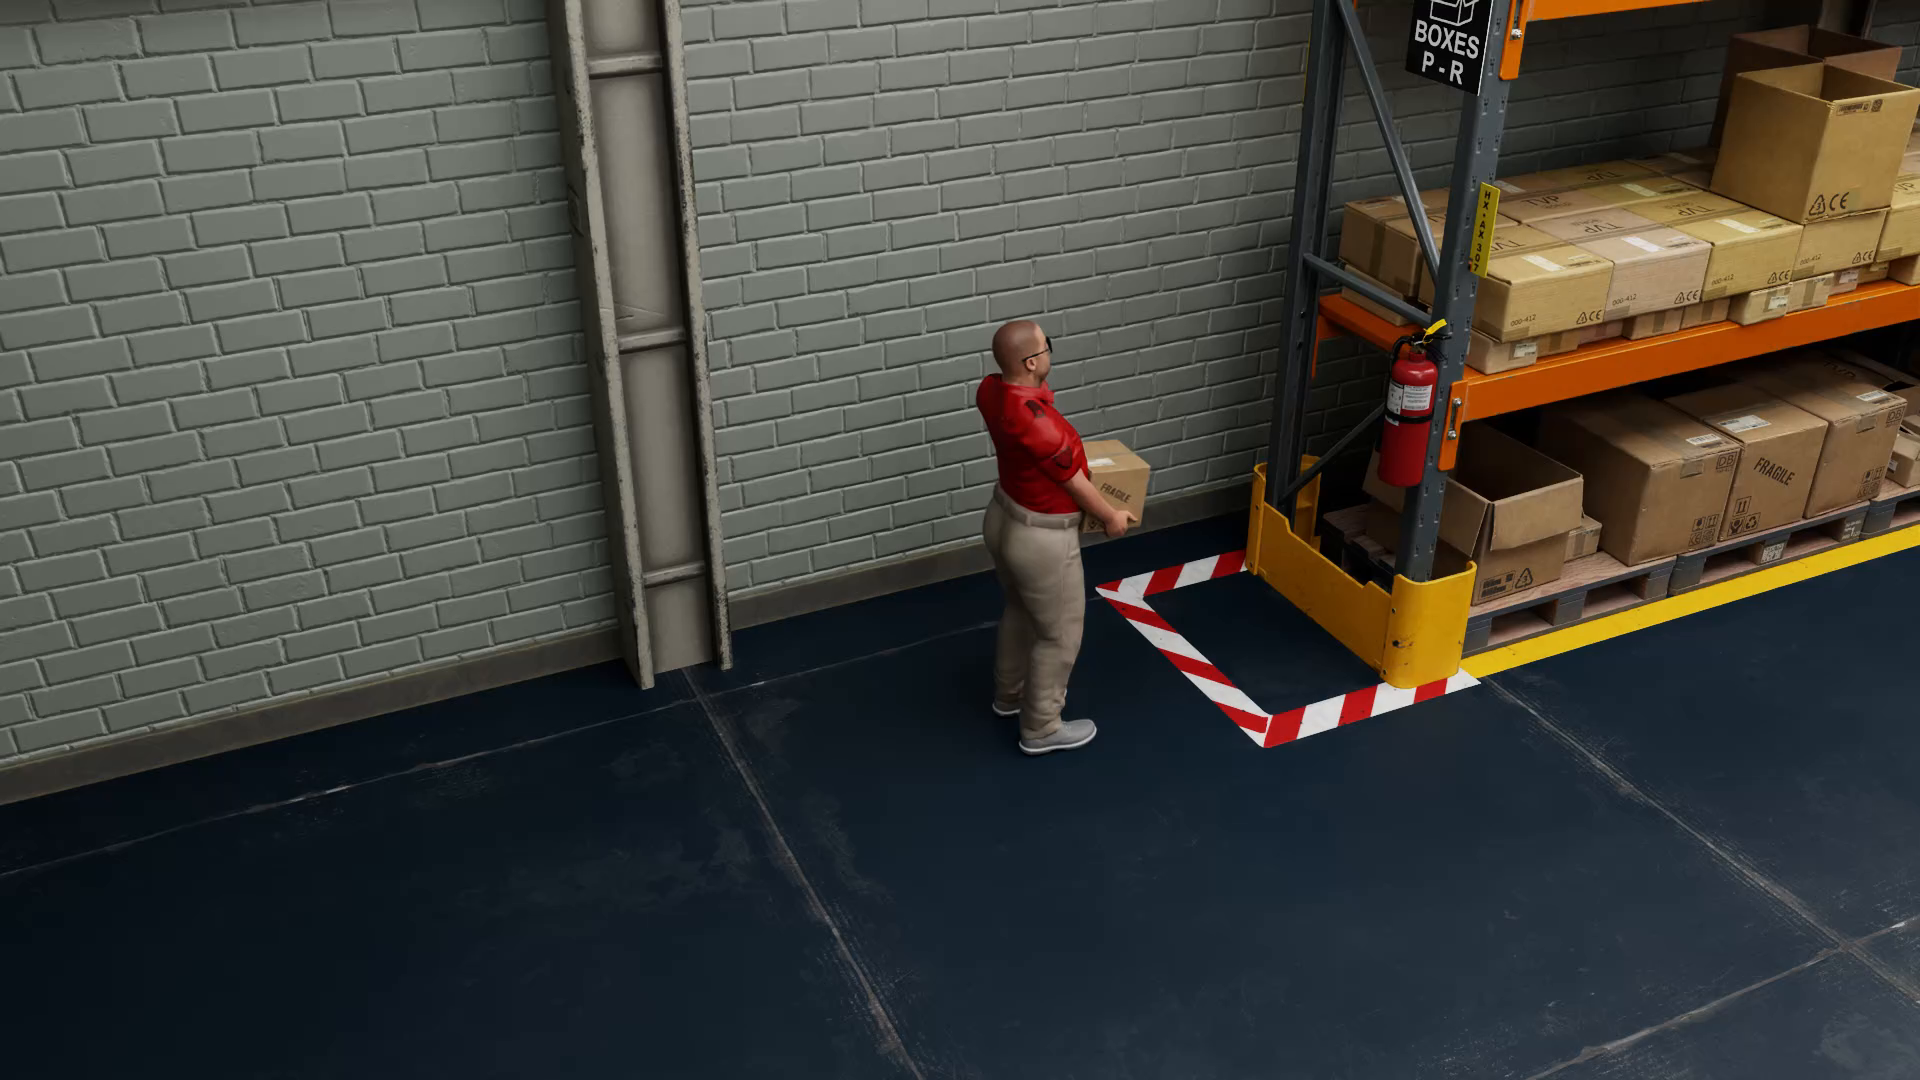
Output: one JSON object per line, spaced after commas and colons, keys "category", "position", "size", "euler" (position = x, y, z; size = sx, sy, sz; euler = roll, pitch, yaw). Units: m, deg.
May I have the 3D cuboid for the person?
{"category": "person", "position": [0.355, -0.036, 6.220], "size": [0.530, 1.712, 0.493], "euler": [-13, 32, -22]}
